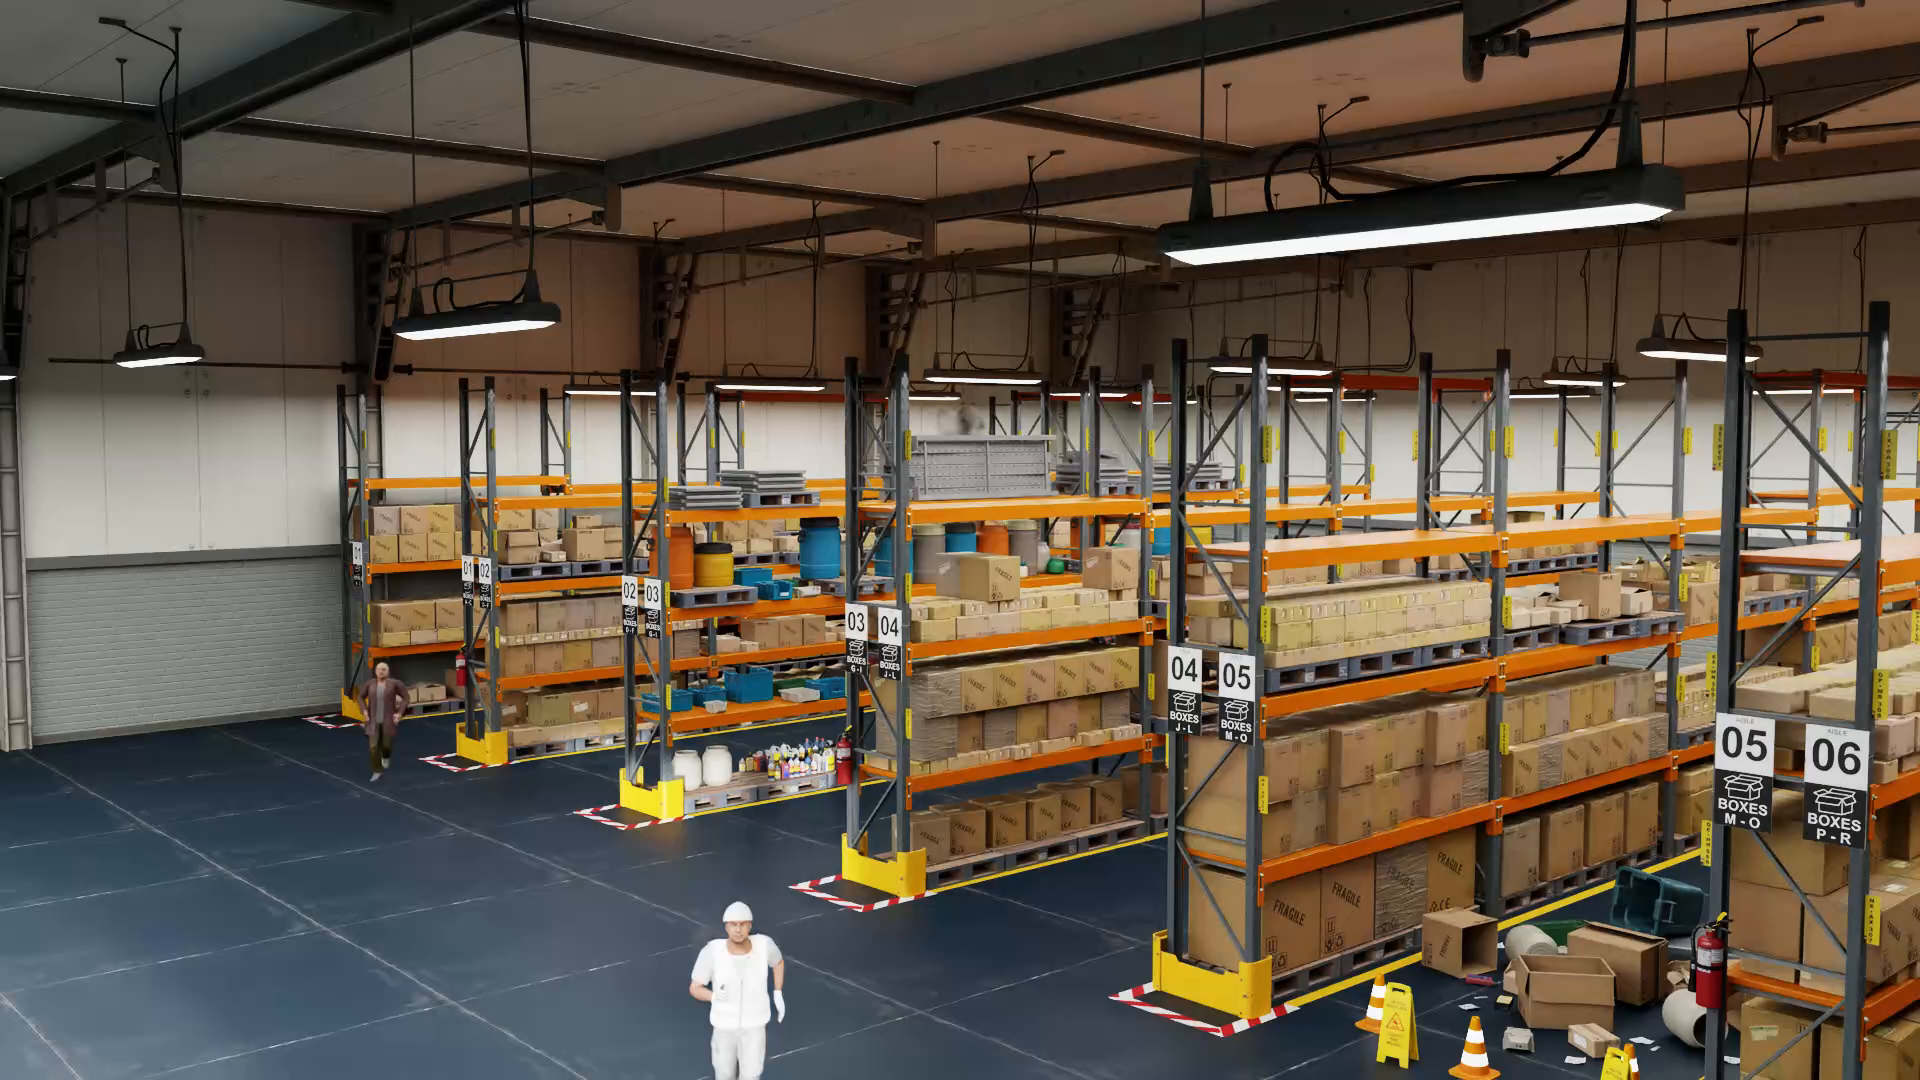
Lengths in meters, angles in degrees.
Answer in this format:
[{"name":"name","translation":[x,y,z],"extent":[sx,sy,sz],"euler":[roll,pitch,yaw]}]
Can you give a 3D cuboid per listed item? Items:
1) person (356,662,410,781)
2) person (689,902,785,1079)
[{"name":"person","translation":[-8.613,2.685,24.840],"extent":[0.760,1.741,0.690],"euler":[-1,4,-12]},{"name":"person","translation":[-1.594,3.459,11.941],"extent":[0.685,1.765,0.984],"euler":[-1,4,-9]}]
